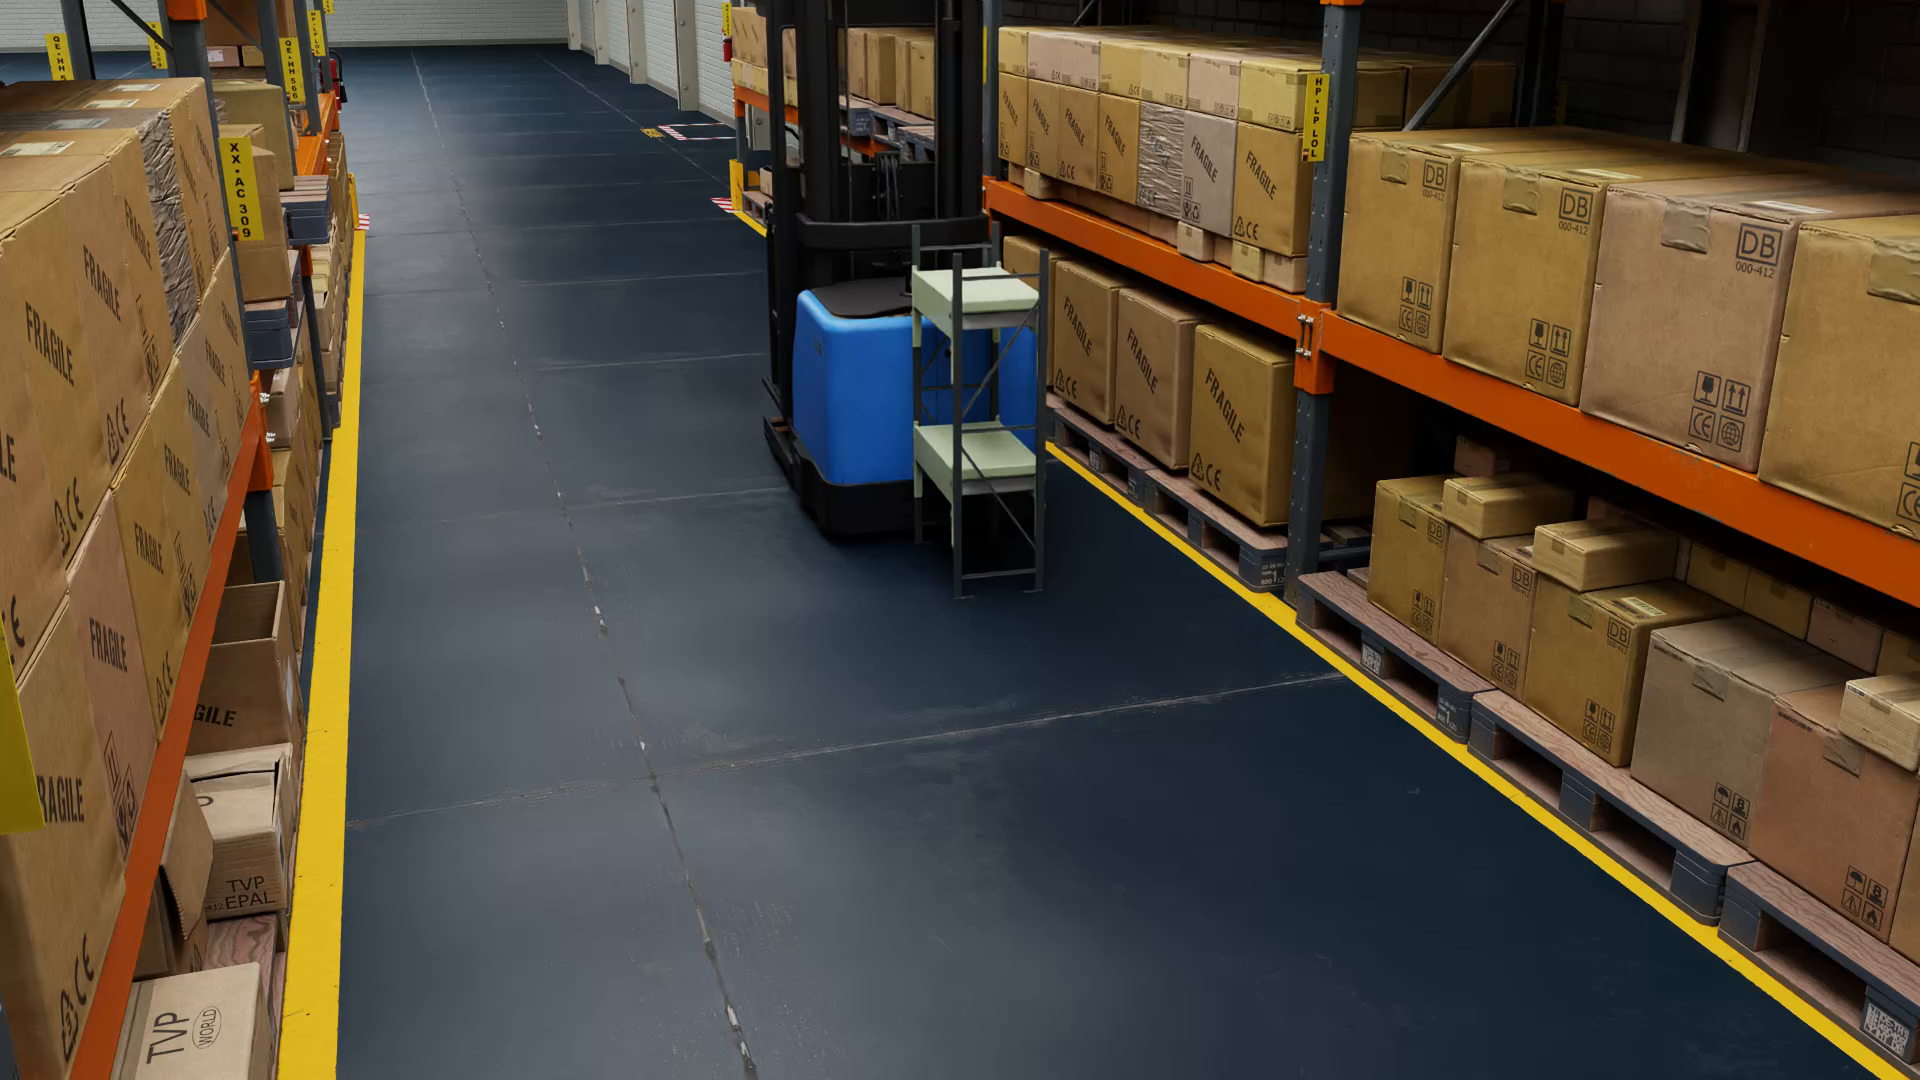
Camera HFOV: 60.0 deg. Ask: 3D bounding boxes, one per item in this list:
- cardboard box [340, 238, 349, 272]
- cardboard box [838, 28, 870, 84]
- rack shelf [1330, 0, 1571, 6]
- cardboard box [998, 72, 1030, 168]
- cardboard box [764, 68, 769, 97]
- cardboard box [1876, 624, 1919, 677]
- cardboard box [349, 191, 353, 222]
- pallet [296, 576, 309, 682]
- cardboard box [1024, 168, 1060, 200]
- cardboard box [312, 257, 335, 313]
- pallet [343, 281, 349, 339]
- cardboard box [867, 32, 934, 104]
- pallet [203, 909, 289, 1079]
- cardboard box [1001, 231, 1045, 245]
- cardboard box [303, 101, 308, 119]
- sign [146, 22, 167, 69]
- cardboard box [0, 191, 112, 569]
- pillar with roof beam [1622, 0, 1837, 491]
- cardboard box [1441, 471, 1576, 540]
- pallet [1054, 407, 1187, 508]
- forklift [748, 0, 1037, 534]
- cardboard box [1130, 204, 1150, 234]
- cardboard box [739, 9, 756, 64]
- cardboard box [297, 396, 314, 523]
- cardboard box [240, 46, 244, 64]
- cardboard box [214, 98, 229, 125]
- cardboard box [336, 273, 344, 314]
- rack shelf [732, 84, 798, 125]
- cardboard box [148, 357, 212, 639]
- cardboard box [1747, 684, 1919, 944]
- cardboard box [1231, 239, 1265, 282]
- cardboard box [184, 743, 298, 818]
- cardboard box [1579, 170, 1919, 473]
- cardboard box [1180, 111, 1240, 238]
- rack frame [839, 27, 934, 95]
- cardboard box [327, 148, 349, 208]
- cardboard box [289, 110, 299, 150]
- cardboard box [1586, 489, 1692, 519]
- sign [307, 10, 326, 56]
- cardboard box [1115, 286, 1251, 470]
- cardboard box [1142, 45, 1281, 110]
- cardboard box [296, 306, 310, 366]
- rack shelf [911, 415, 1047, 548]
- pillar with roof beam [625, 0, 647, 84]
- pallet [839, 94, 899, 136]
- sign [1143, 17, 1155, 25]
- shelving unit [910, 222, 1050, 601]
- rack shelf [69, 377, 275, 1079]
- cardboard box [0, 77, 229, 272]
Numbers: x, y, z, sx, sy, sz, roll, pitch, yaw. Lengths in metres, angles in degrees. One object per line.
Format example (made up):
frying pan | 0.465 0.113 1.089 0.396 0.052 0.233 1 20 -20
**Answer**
cardboard box | -5.187 -2.305 13.343 0.500 0.250 0.500 -6 21 -17
cardboard box | -1.069 -4.159 14.140 0.500 0.500 0.500 -6 21 -17
rack shelf | 2.516 -1.612 4.594 1.077 0.370 4.000 -6 21 -17
cardboard box | 0.540 -2.478 9.760 0.500 0.500 0.500 -6 21 -16
cardboard box | -1.545 -4.288 15.611 0.500 0.250 0.500 -6 21 -17
cardboard box | 2.820 0.338 4.654 0.380 0.149 0.250 -6 21 -17
cardboard box | -5.968 -3.108 15.578 0.500 0.250 0.500 -6 21 -17
pallet | -3.106 0.402 6.485 1.003 0.211 1.213 -6 21 -17
cardboard box | 0.588 -2.049 9.526 0.380 0.149 0.250 -6 21 -16
cardboard box | -4.289 -1.635 10.648 0.500 0.311 0.500 -7 21 -19
pallet | -5.060 -1.676 12.270 1.003 0.211 1.213 -6 21 -17
cardboard box | -0.331 -3.655 12.856 0.700 0.500 0.500 -4 20 -12
pallet | -2.212 1.272 4.063 1.003 0.211 1.213 -6 21 -17
cardboard box | 0.303 -1.898 11.811 0.700 0.500 0.500 -6 21 -17
cardboard box | -5.800 -3.739 13.742 0.700 0.500 0.500 -6 21 -16
sign | -5.855 -3.606 12.120 0.100 0.325 0.005 -6 21 -17
cardboard box | -1.618 -0.225 2.477 0.500 0.500 0.500 -6 21 -17
pillar with roof beam | -1.158 -3.414 4.109 9.100 9.000 0.400 -6 21 -17
cardboard box | 1.959 -0.127 5.950 0.380 0.149 0.250 -6 21 -15
pallet | 1.186 -0.500 8.997 1.003 0.211 1.213 -6 21 -17
forklift | -0.484 -1.871 8.789 1.130 2.935 3.031 -5 20 -14
cardboard box | 1.082 -1.649 8.412 0.380 0.149 0.250 -6 21 -15
cardboard box | -1.874 -4.979 16.423 0.500 0.500 0.500 -6 21 -17
cardboard box | -3.222 -0.358 7.524 0.500 0.500 0.500 -7 21 -19
cardboard box | -5.693 -3.717 12.720 0.380 0.149 0.250 -7 21 -18
cardboard box | -3.660 -1.678 7.381 0.700 0.500 0.500 -3 20 -7
cardboard box | -4.605 -1.695 11.645 0.500 0.250 0.500 -6 21 -16
rack shelf | -1.256 -4.051 15.822 1.077 0.370 4.000 -6 21 -17
cardboard box | -1.924 -0.074 3.537 0.500 0.500 0.500 -6 21 -16
cardboard box | 2.672 0.707 4.587 0.700 0.500 0.500 -6 21 -17
cardboard box | 1.410 -1.229 7.242 0.380 0.149 0.250 -6 21 -16
cardboard box | -2.191 0.748 4.963 0.380 0.149 0.250 -6 21 -17
cardboard box | 2.504 -0.679 4.925 0.980 0.700 0.700 -7 21 -20
cardboard box | 1.333 -1.661 7.486 0.500 0.500 0.500 -6 21 -17
rack frame | -0.627 -3.748 13.914 1.000 3.000 0.127 -6 21 -17
cardboard box | -5.651 -3.140 14.559 0.500 0.500 0.500 -6 21 -17
cardboard box | -4.878 -2.895 11.737 0.396 0.266 0.258 -7 21 -19
cardboard box | 2.419 -0.071 5.793 0.380 0.149 0.250 -7 21 -19
sign | -4.817 -3.789 12.432 0.100 0.325 0.005 -6 21 -17
cardboard box | 1.277 -0.846 8.394 0.750 0.750 0.750 -6 21 -16
cardboard box | 1.186 -2.182 7.826 0.500 0.250 0.500 -6 21 -16
cardboard box | -3.533 -1.028 8.278 0.500 0.250 0.500 -6 20 -15
rack shelf | 0.074 -0.275 7.427 0.431 0.370 0.720 -5 20 -14
pillar with roof beam | -10.588 -13.041 30.912 9.100 9.000 0.400 -6 21 -17
pallet | -0.525 -3.397 13.220 1.003 0.211 1.213 -6 21 -17
sign | 1.156 -3.069 10.311 0.100 0.325 0.005 -6 21 -17
shelving unit | 0.074 -0.582 7.317 0.431 1.500 0.755 -5 20 -14
rack shelf | -2.186 0.327 3.632 1.077 0.370 4.000 -6 21 -17
cardboard box | -2.410 -1.036 4.737 0.500 0.500 0.500 -6 21 -17
